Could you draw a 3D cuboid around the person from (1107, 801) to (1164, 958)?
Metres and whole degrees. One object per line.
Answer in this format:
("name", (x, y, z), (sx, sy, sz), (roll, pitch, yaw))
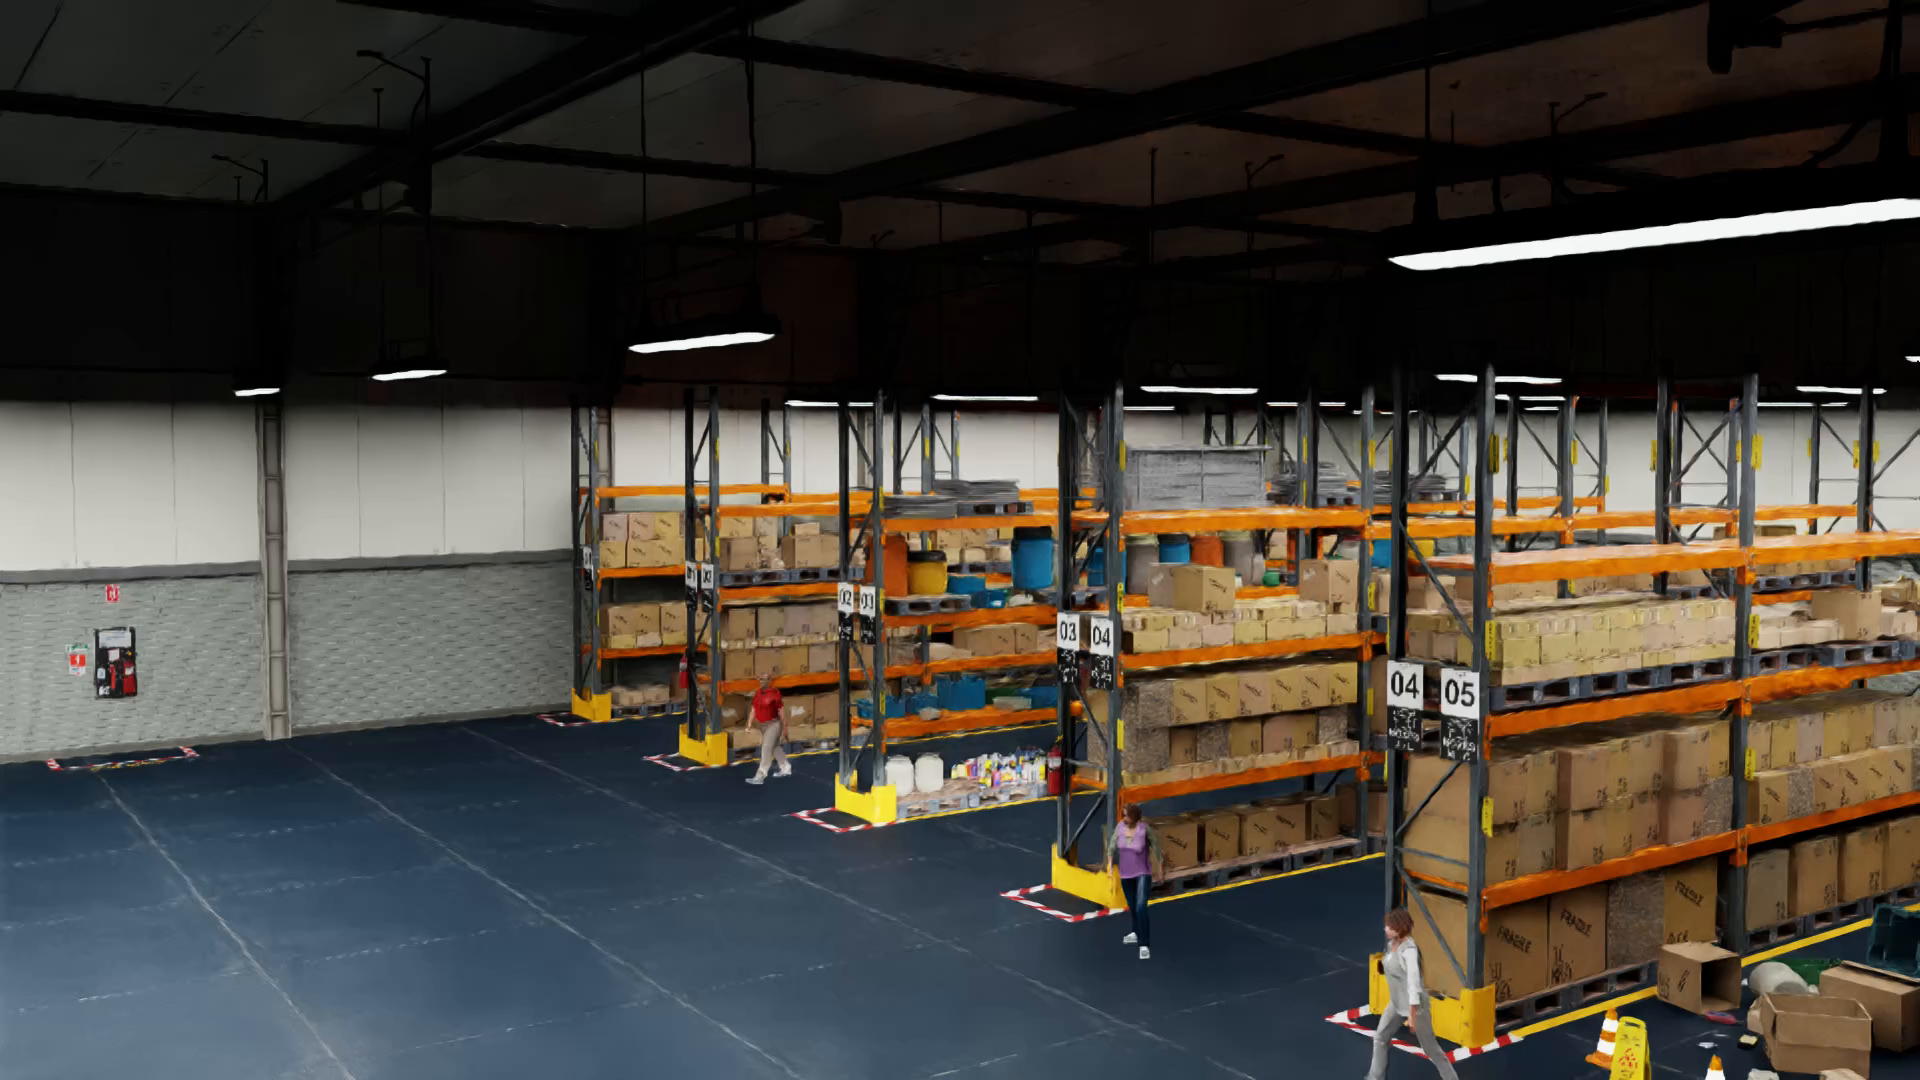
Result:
("person", (1.785, 3.378, 16.775), (0.560, 1.538, 0.722), (2, 4, 33))

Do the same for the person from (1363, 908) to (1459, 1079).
("person", (3.461, 3.619, 12.888), (0.883, 1.529, 0.457), (-1, 3, -10))

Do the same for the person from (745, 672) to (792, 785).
("person", (-2.912, 2.811, 25.062), (1.036, 1.659, 0.535), (-3, 5, -43))
